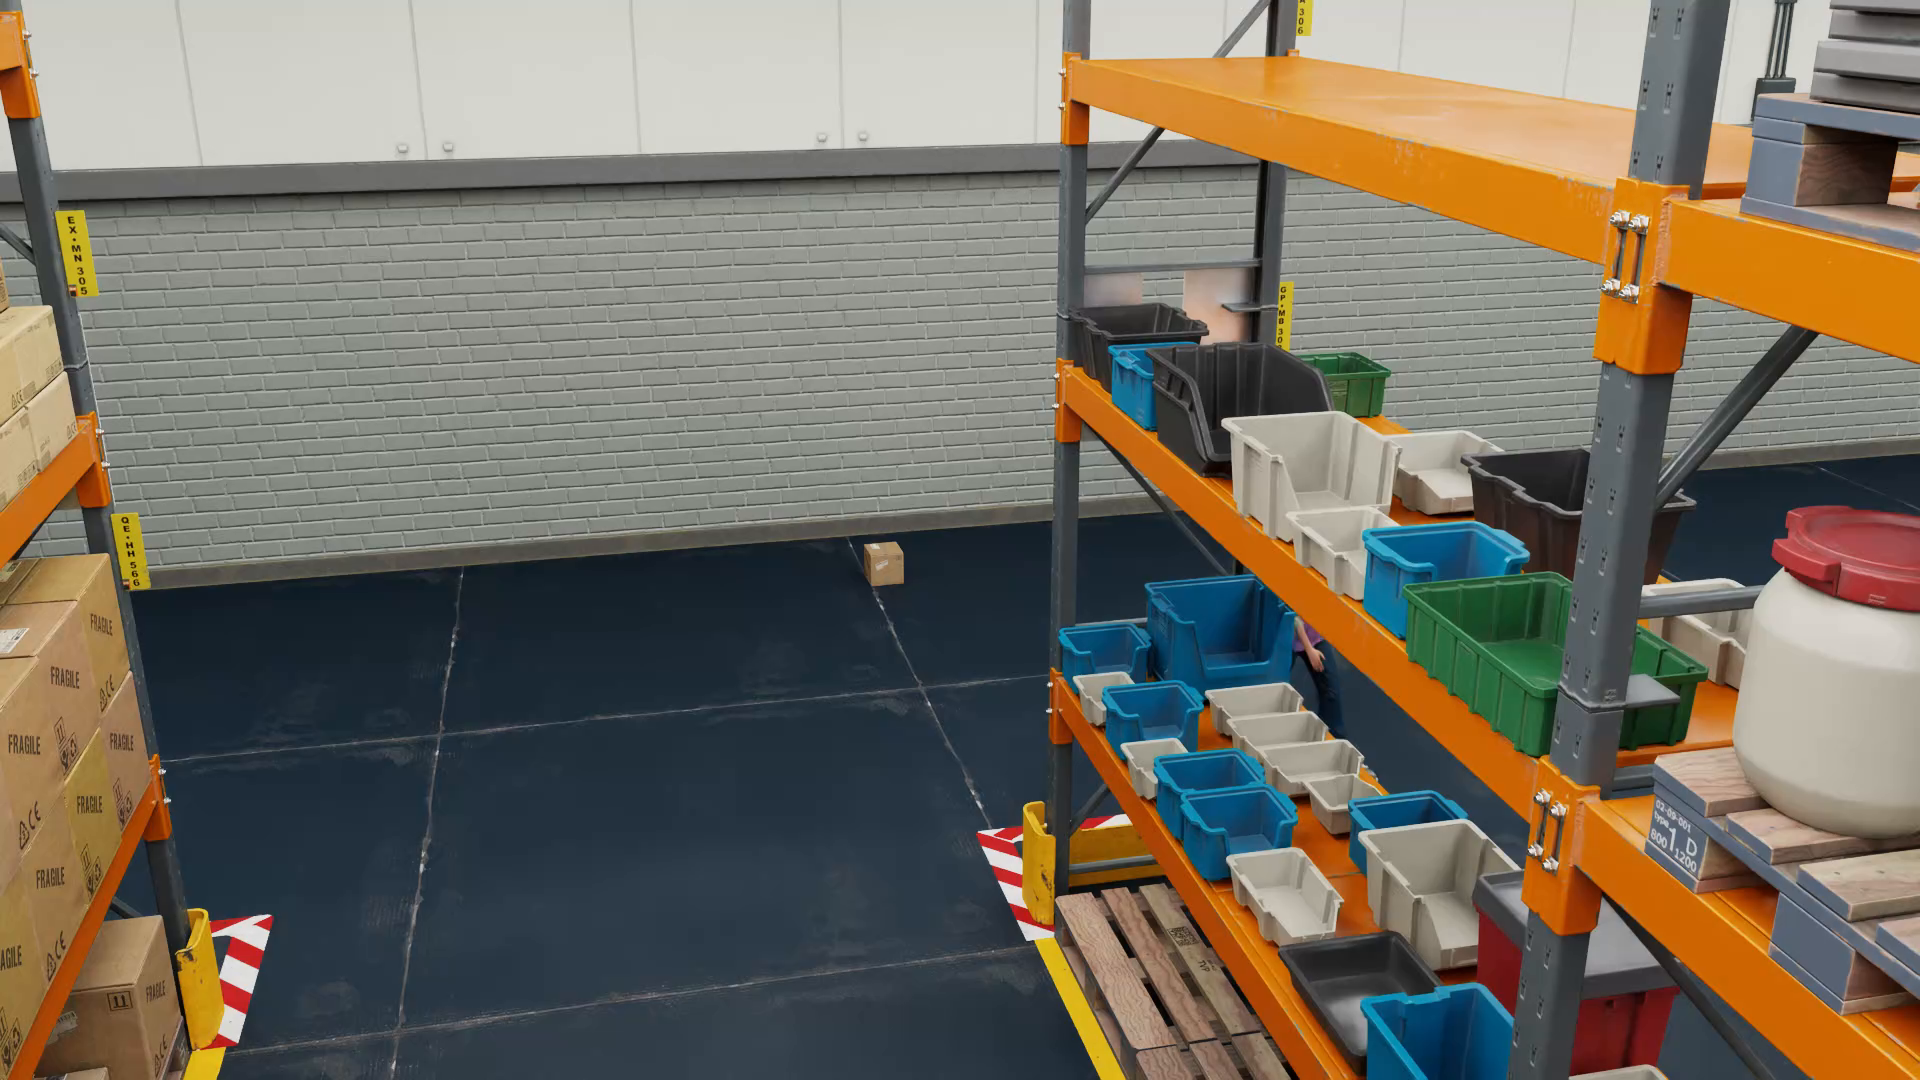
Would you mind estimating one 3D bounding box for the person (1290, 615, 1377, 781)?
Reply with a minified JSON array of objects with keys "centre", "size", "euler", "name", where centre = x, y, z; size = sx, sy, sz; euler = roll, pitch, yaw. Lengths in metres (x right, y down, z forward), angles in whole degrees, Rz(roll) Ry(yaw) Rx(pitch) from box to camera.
[{"centre":[1.991,0.581,9.440],"size":[0.413,1.557,0.862],"euler":[-17,26,-39],"name":"person"}]
